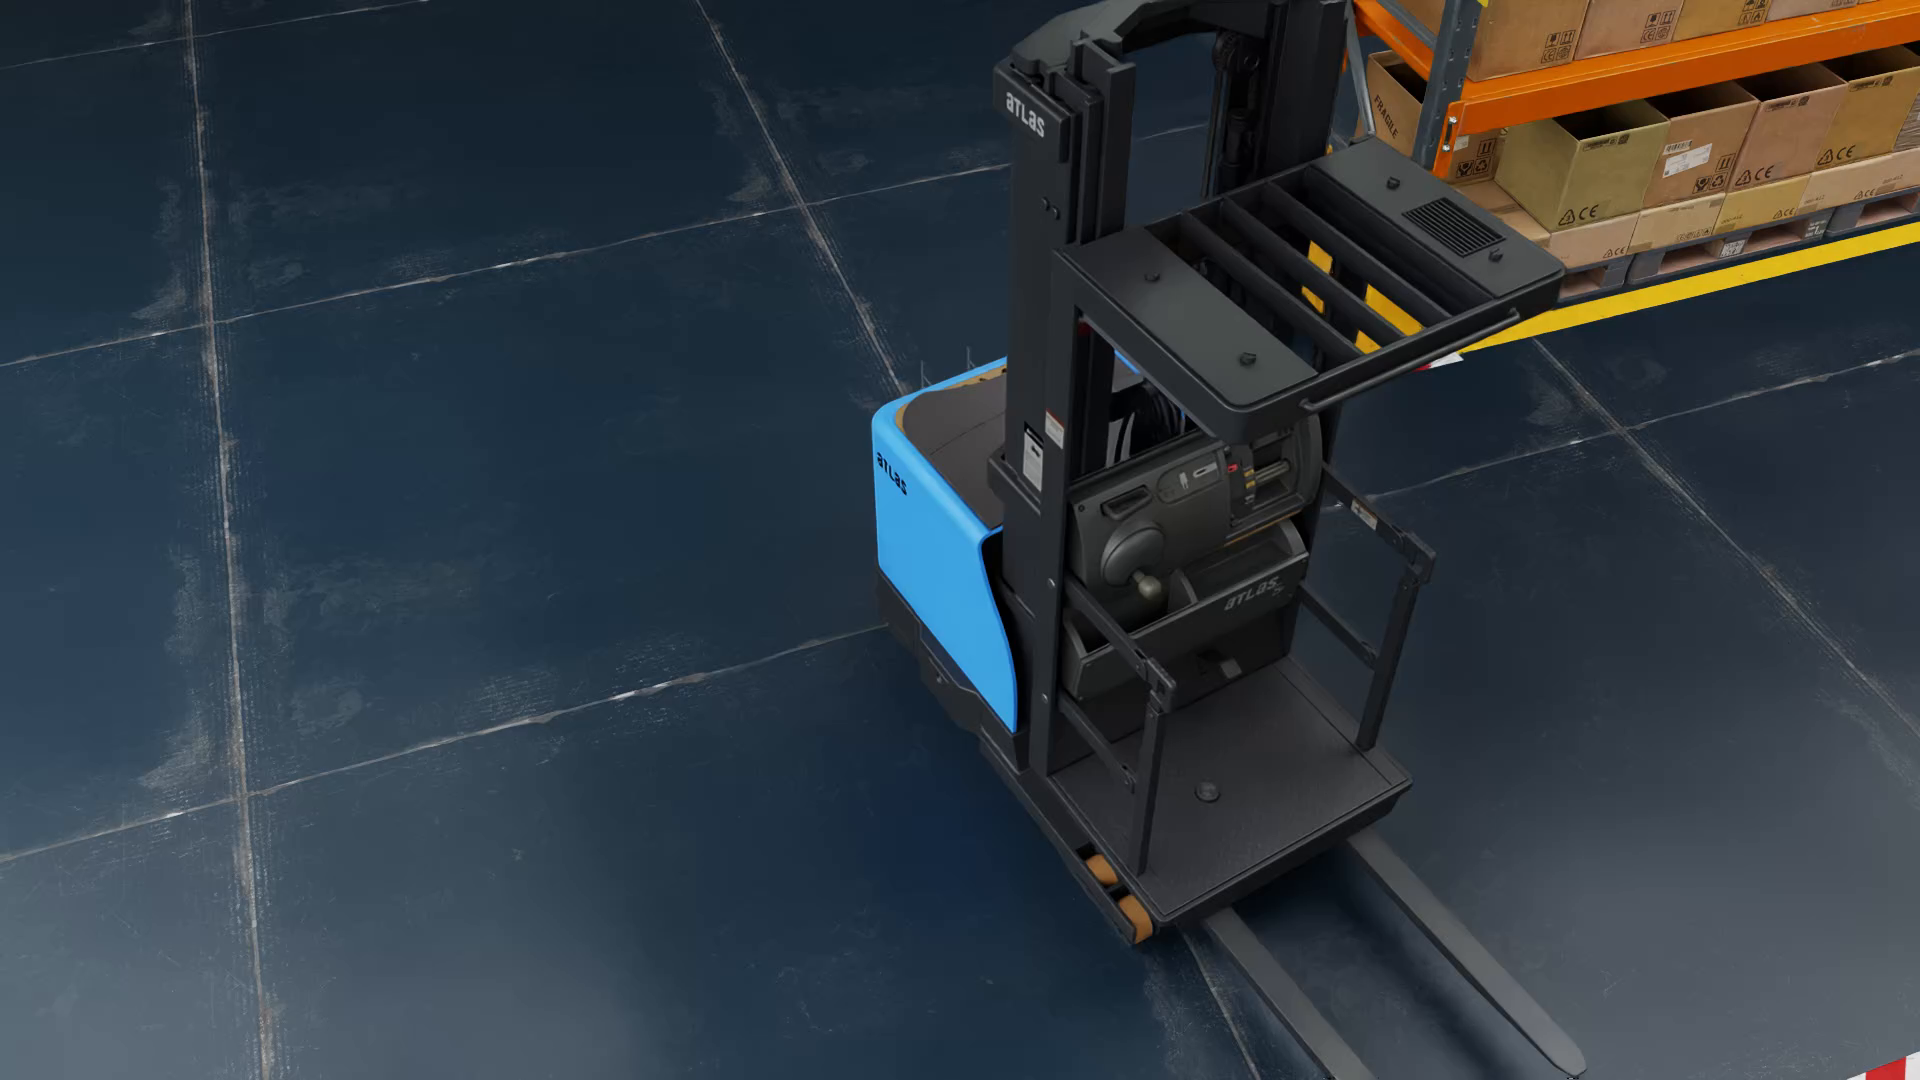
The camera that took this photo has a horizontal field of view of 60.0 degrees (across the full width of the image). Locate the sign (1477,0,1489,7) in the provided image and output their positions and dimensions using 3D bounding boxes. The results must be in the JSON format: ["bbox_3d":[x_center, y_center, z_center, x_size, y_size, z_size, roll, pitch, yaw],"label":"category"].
[{"bbox_3d":[2.077,-2.266,6.533,0.005,0.325,0.100,-14,47,-14],"label":"sign"}]

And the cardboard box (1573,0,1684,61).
[{"bbox_3d":[2.830,-2.572,7.434,0.500,0.500,0.700,-13,47,-13],"label":"cardboard box"}]

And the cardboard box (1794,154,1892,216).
[{"bbox_3d":[4.356,-1.942,8.522,0.500,0.250,0.500,-14,47,-14],"label":"cardboard box"}]

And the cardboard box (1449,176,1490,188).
[{"bbox_3d":[2.298,-1.807,8.387,0.500,0.250,0.500,-14,47,-14],"label":"cardboard box"}]

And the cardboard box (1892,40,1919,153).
[{"bbox_3d":[4.820,-2.338,8.387,0.500,0.500,0.500,-14,47,-14],"label":"cardboard box"}]

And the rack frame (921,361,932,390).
[{"bbox_3d":[-0.096,-0.303,6.725,0.006,0.900,0.240,-20,48,-18],"label":"rack frame"}]

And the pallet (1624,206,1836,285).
[{"bbox_3d":[3.745,-1.822,8.726,1.213,0.211,1.003,-14,47,-14],"label":"pallet"}]

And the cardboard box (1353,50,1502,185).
[{"bbox_3d":[2.298,-2.073,8.123,0.500,0.500,0.500,-14,47,-14],"label":"cardboard box"}]

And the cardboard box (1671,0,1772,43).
[{"bbox_3d":[3.299,-2.688,7.550,0.500,0.500,0.700,-14,47,-14],"label":"cardboard box"}]

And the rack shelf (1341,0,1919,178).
[{"bbox_3d":[3.775,-2.531,7.972,4.000,0.370,1.077,-14,47,-14],"label":"rack shelf"}]

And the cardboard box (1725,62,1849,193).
[{"bbox_3d":[3.886,-2.086,8.136,0.500,0.500,0.500,-14,47,-14],"label":"cardboard box"}]

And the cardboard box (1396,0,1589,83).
[{"bbox_3d":[2.338,-2.443,7.305,0.500,0.500,0.700,-14,47,-14],"label":"cardboard box"}]

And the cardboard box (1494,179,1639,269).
[{"bbox_3d":[2.943,-1.585,8.166,0.500,0.250,0.500,-14,47,-14],"label":"cardboard box"}]

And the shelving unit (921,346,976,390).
[{"bbox_3d":[-0.005,-0.336,6.758,0.210,0.900,0.258,-20,48,-18],"label":"shelving unit"}]

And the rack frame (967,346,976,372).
[{"bbox_3d":[0.086,-0.368,6.790,0.006,0.900,0.240,-20,48,-18],"label":"rack frame"}]

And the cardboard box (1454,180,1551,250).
[{"bbox_3d":[2.474,-1.462,8.043,0.500,0.250,0.500,-14,47,-14],"label":"cardboard box"}]

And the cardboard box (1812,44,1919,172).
[{"bbox_3d":[4.351,-2.215,8.265,0.500,0.500,0.500,-14,47,-14],"label":"cardboard box"}]

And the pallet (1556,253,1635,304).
[{"bbox_3d":[2.599,-1.531,8.436,1.213,0.211,1.003,-14,47,-14],"label":"pallet"}]

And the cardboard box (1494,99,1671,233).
[{"bbox_3d":[2.944,-1.848,7.899,0.500,0.500,0.500,-14,47,-14],"label":"cardboard box"}]

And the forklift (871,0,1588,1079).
[{"bbox_3d":[0.861,-0.040,5.030,1.130,2.935,3.031,-23,50,-22],"label":"forklift"}]

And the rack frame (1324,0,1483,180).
[{"bbox_3d":[1.894,-2.304,7.237,0.127,3.000,1.000,-14,47,-14],"label":"rack frame"}]

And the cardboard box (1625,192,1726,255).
[{"bbox_3d":[3.414,-1.705,8.285,0.500,0.250,0.500,-14,47,-14],"label":"cardboard box"}]

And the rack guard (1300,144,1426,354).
[{"bbox_3d":[1.872,-1.415,8.117,0.348,0.500,1.175,-14,47,-14],"label":"rack guard"}]

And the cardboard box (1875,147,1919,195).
[{"bbox_3d":[4.821,-2.072,8.652,0.500,0.250,0.500,-14,47,-14],"label":"cardboard box"}]

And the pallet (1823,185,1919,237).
[{"bbox_3d":[4.894,-2.118,9.021,1.213,0.211,1.003,-14,47,-14],"label":"pallet"}]

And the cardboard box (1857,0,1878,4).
[{"bbox_3d":[4.274,-2.941,7.802,0.500,0.500,0.700,-14,47,-13],"label":"cardboard box"}]

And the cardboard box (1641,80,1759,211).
[{"bbox_3d":[3.410,-1.977,8.027,0.500,0.500,0.500,-14,47,-14],"label":"cardboard box"}]

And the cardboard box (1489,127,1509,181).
[{"bbox_3d":[2.764,-1.935,8.515,0.500,0.250,0.500,-14,47,-14],"label":"cardboard box"}]

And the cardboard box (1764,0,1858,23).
[{"bbox_3d":[3.793,-2.817,7.678,0.500,0.500,0.700,-13,47,-13],"label":"cardboard box"}]

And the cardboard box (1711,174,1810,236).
[{"bbox_3d":[3.886,-1.822,8.402,0.500,0.250,0.500,-14,47,-14],"label":"cardboard box"}]
